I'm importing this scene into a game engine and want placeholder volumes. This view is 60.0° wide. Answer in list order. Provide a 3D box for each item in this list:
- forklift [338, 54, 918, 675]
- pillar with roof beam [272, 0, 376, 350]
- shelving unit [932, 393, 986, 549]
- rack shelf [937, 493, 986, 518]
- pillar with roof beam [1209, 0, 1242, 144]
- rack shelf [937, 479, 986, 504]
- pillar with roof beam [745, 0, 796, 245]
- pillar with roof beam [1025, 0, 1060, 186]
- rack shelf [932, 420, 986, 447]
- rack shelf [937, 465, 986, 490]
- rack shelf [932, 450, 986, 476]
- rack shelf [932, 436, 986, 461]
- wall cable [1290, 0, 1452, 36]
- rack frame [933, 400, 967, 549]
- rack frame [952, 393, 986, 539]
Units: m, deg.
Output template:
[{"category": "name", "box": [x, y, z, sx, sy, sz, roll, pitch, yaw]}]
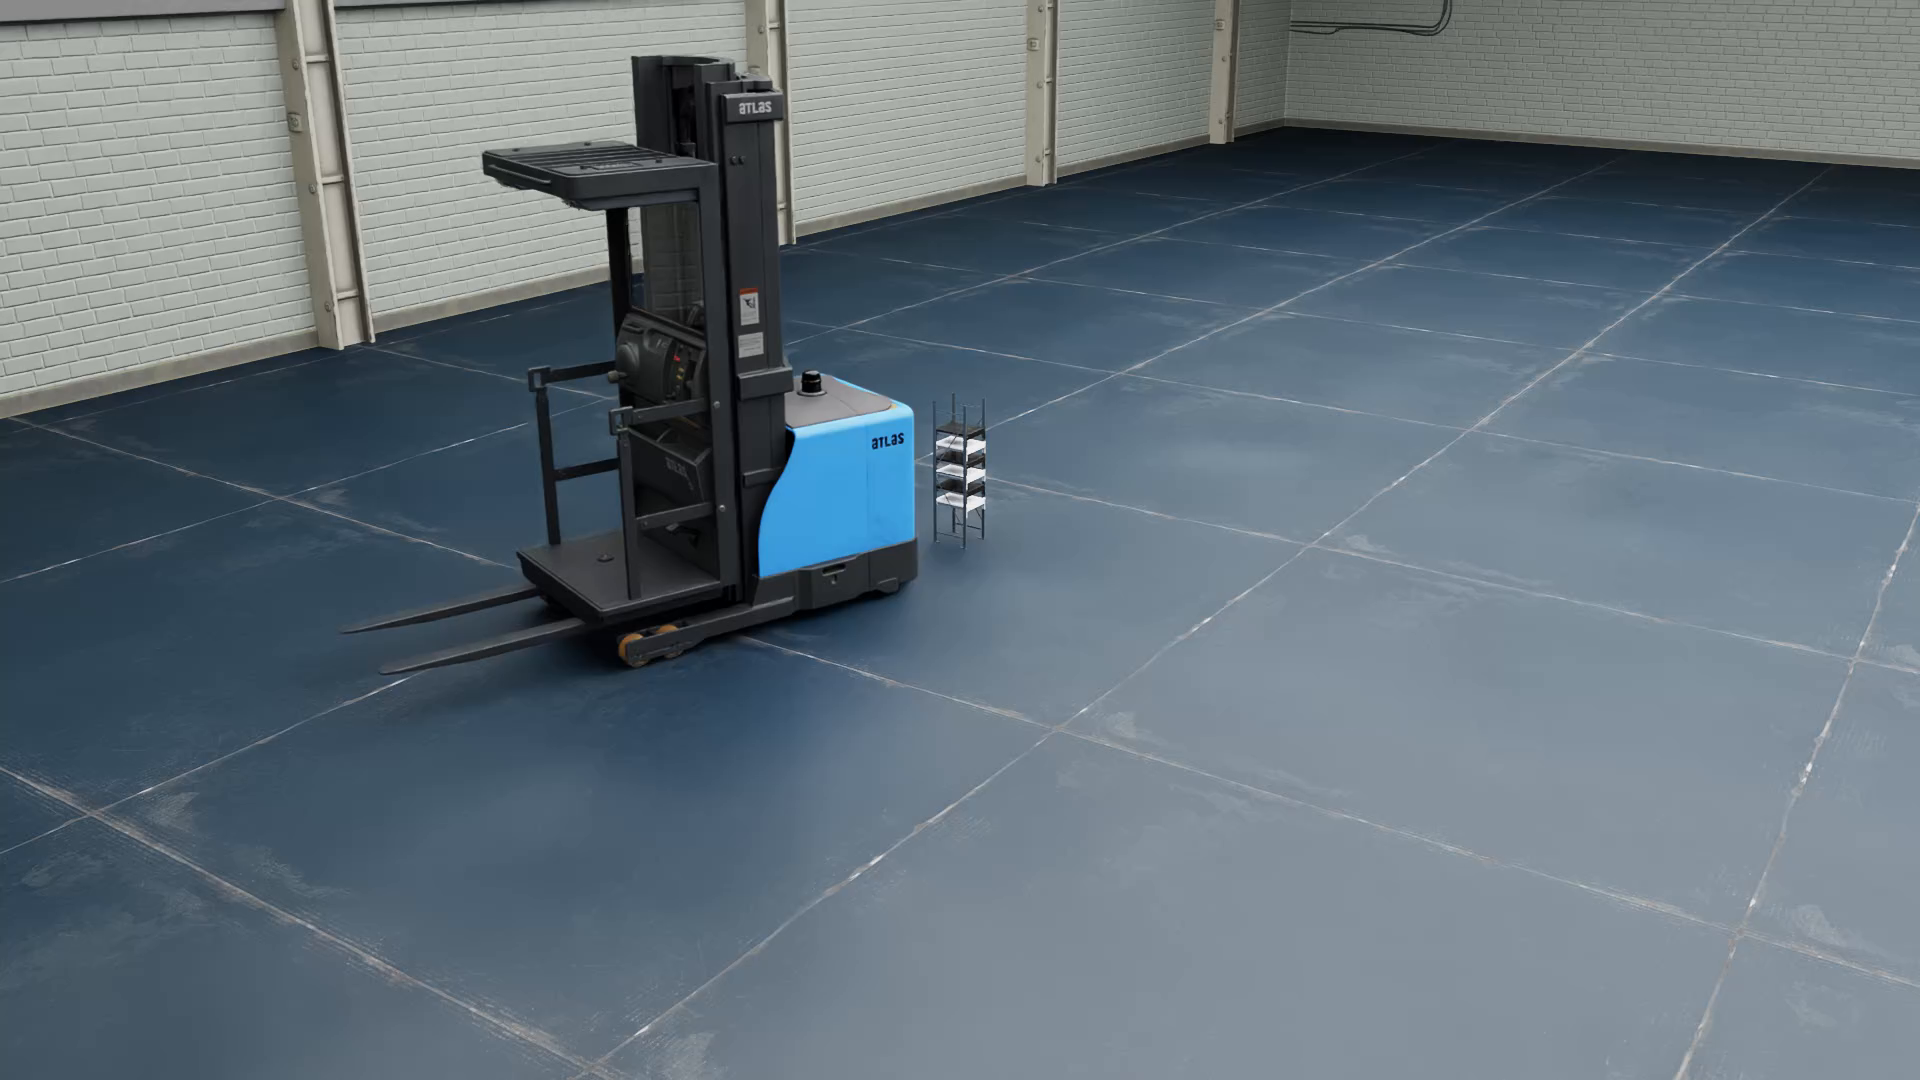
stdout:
[{"category": "forklift", "box": [-1.729, -0.933, 8.562, 3.031, 2.935, 1.130, -14, 25, -34]}, {"category": "pillar with roof beam", "box": [-2.001, -5.163, 11.252, 9.100, 9.000, 0.400, 13, 24, 32]}, {"category": "shelving unit", "box": [-0.005, -0.420, 10.103, 0.258, 0.900, 0.210, 13, 24, 32]}, {"category": "rack shelf", "box": [-0.005, -0.220, 10.177, 0.258, 0.077, 0.200, 13, 24, 32]}, {"category": "pillar with roof beam", "box": [8.118, -10.327, 25.214, 9.100, 9.000, 0.400, 13, 24, 32]}, {"category": "rack shelf", "box": [-0.005, -0.304, 10.145, 0.258, 0.077, 0.200, 13, 24, 32]}, {"category": "pillar with roof beam", "box": [1.372, -6.884, 15.906, 9.100, 9.000, 0.400, 13, 24, 32]}, {"category": "pillar with roof beam", "box": [4.745, -8.606, 20.560, 9.100, 9.000, 0.400, 13, 24, 32]}, {"category": "rack shelf", "box": [-0.005, -0.642, 10.020, 0.258, 0.077, 0.200, 13, 24, 32]}, {"category": "rack shelf", "box": [-0.005, -0.388, 10.114, 0.258, 0.077, 0.200, 13, 24, 32]}, {"category": "rack shelf", "box": [-0.005, -0.473, 10.083, 0.258, 0.077, 0.200, 13, 24, 32]}, {"category": "rack shelf", "box": [-0.005, -0.557, 10.052, 0.258, 0.077, 0.200, 13, 24, 32]}, {"category": "wall cable", "box": [7.307, -10.298, 29.610, 3.097, 2.526, 0.112, 13, 24, 32]}, {"category": "rack frame", "box": [-0.062, -0.391, 10.024, 0.240, 0.900, 0.006, 13, 24, 32]}, {"category": "rack frame", "box": [0.053, -0.449, 10.181, 0.240, 0.900, 0.006, 13, 24, 32]}]
